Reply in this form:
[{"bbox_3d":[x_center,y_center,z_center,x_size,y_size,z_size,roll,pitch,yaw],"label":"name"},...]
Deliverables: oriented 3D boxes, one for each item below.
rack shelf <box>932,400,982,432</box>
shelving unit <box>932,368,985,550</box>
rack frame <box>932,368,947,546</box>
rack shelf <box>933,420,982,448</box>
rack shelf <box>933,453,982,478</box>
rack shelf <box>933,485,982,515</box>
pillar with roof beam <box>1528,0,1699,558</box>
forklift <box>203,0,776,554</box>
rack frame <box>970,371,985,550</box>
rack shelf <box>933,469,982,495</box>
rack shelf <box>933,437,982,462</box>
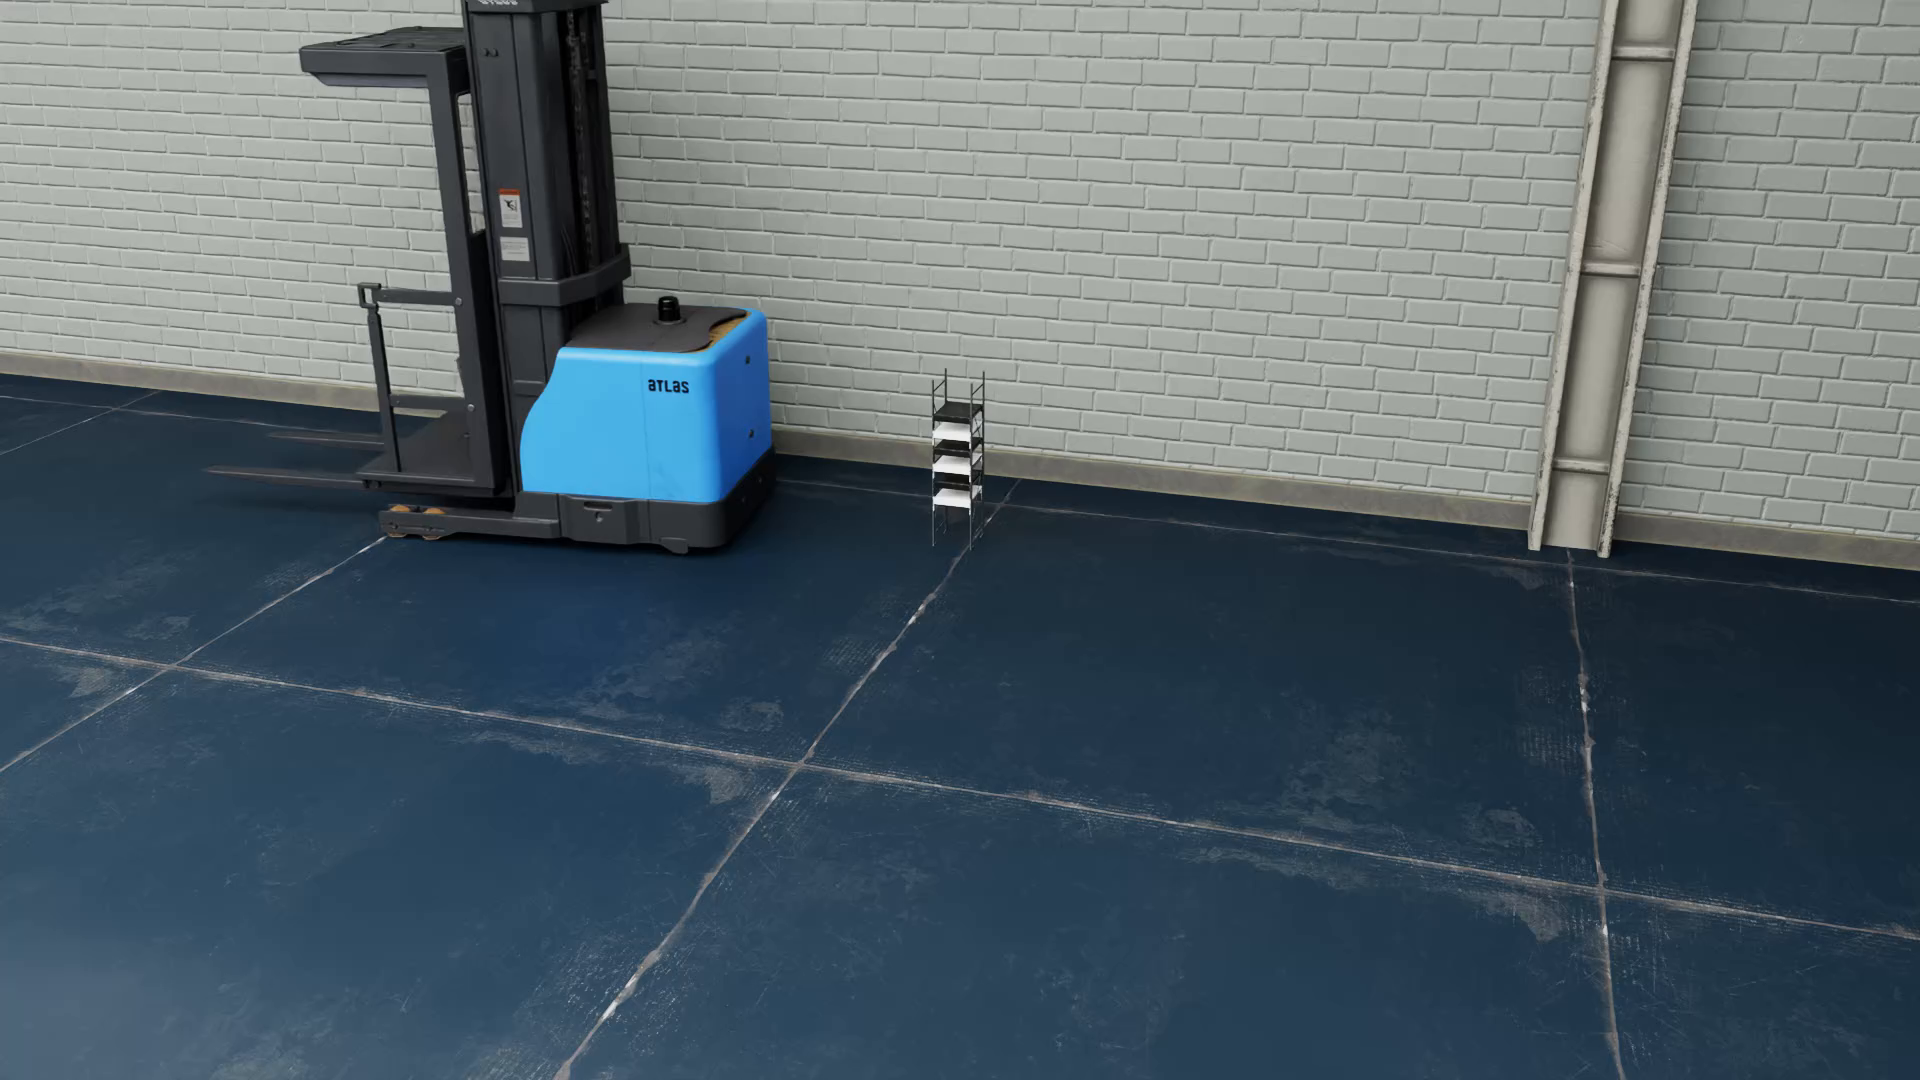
[{"bbox_3d":[-0.008,-0.636,8.512,0.200,0.077,0.258,7,23,16],"label":"rack shelf"},{"bbox_3d":[-0.008,-0.417,8.601,0.210,0.900,0.258,7,23,16],"label":"shelving unit"},{"bbox_3d":[-0.105,-0.428,8.629,0.006,0.900,0.240,7,23,16],"label":"rack frame"},{"bbox_3d":[-0.008,-0.553,8.546,0.200,0.077,0.258,7,23,16],"label":"rack shelf"},{"bbox_3d":[-0.008,-0.386,8.614,0.200,0.077,0.258,7,23,16],"label":"rack shelf"},{"bbox_3d":[-0.008,-0.220,8.682,0.200,0.077,0.258,7,23,16],"label":"rack shelf"},{"bbox_3d":[1.950,-2.585,3.214,0.400,9.000,9.100,7,23,16],"label":"pillar with roof beam"},{"bbox_3d":[-2.600,-1.545,8.675,3.031,2.935,1.130,4,23,10],"label":"forklift"},{"bbox_3d":[0.090,-0.406,8.574,0.006,0.900,0.240,7,23,16],"label":"rack frame"},{"bbox_3d":[-0.008,-0.303,8.648,0.200,0.077,0.258,7,23,16],"label":"rack shelf"},{"bbox_3d":[-0.008,-0.470,8.580,0.200,0.077,0.258,7,23,16],"label":"rack shelf"}]
